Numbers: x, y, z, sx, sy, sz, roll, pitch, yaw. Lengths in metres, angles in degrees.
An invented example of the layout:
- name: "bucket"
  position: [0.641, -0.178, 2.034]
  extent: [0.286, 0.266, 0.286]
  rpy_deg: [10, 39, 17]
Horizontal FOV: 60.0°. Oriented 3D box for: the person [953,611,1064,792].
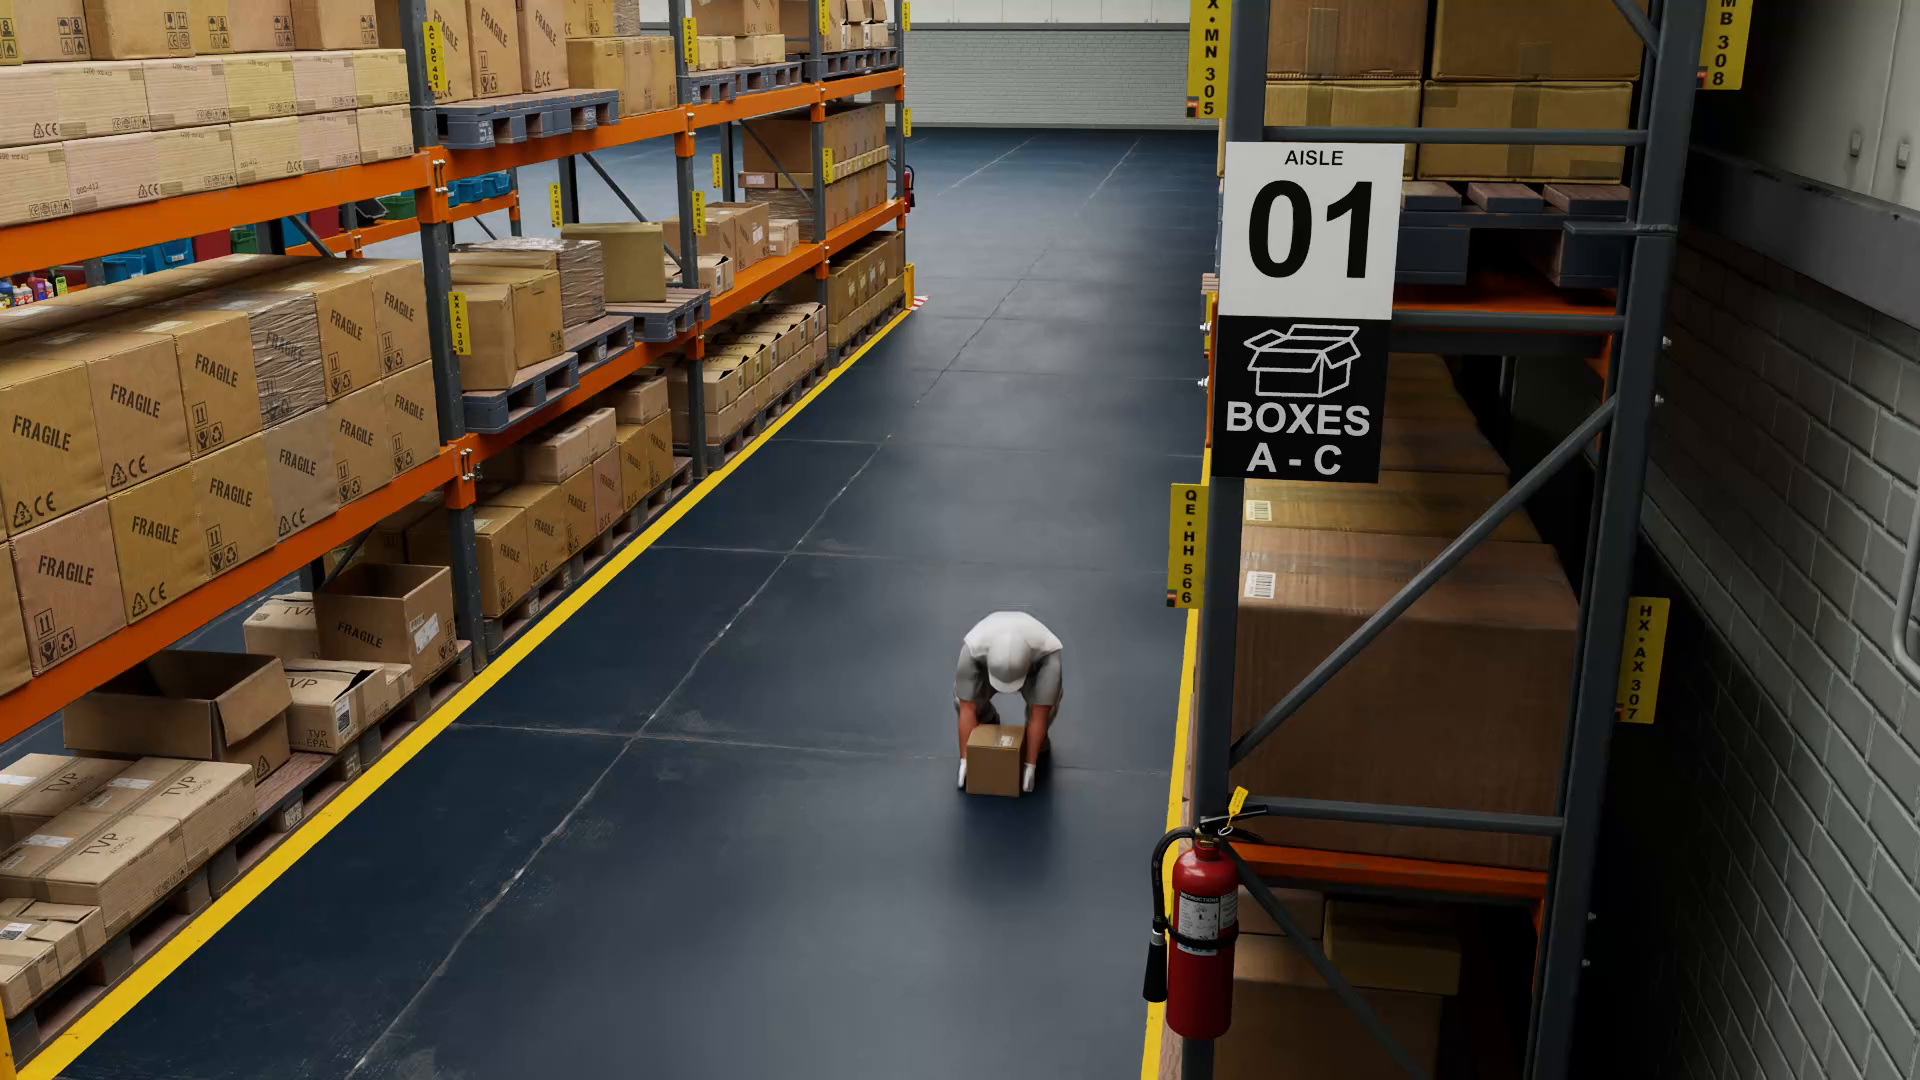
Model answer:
- name: "person"
  position: [0.233, 0.734, 8.021]
  extent: [0.537, 0.874, 0.925]
  rpy_deg: [3, 18, 8]
